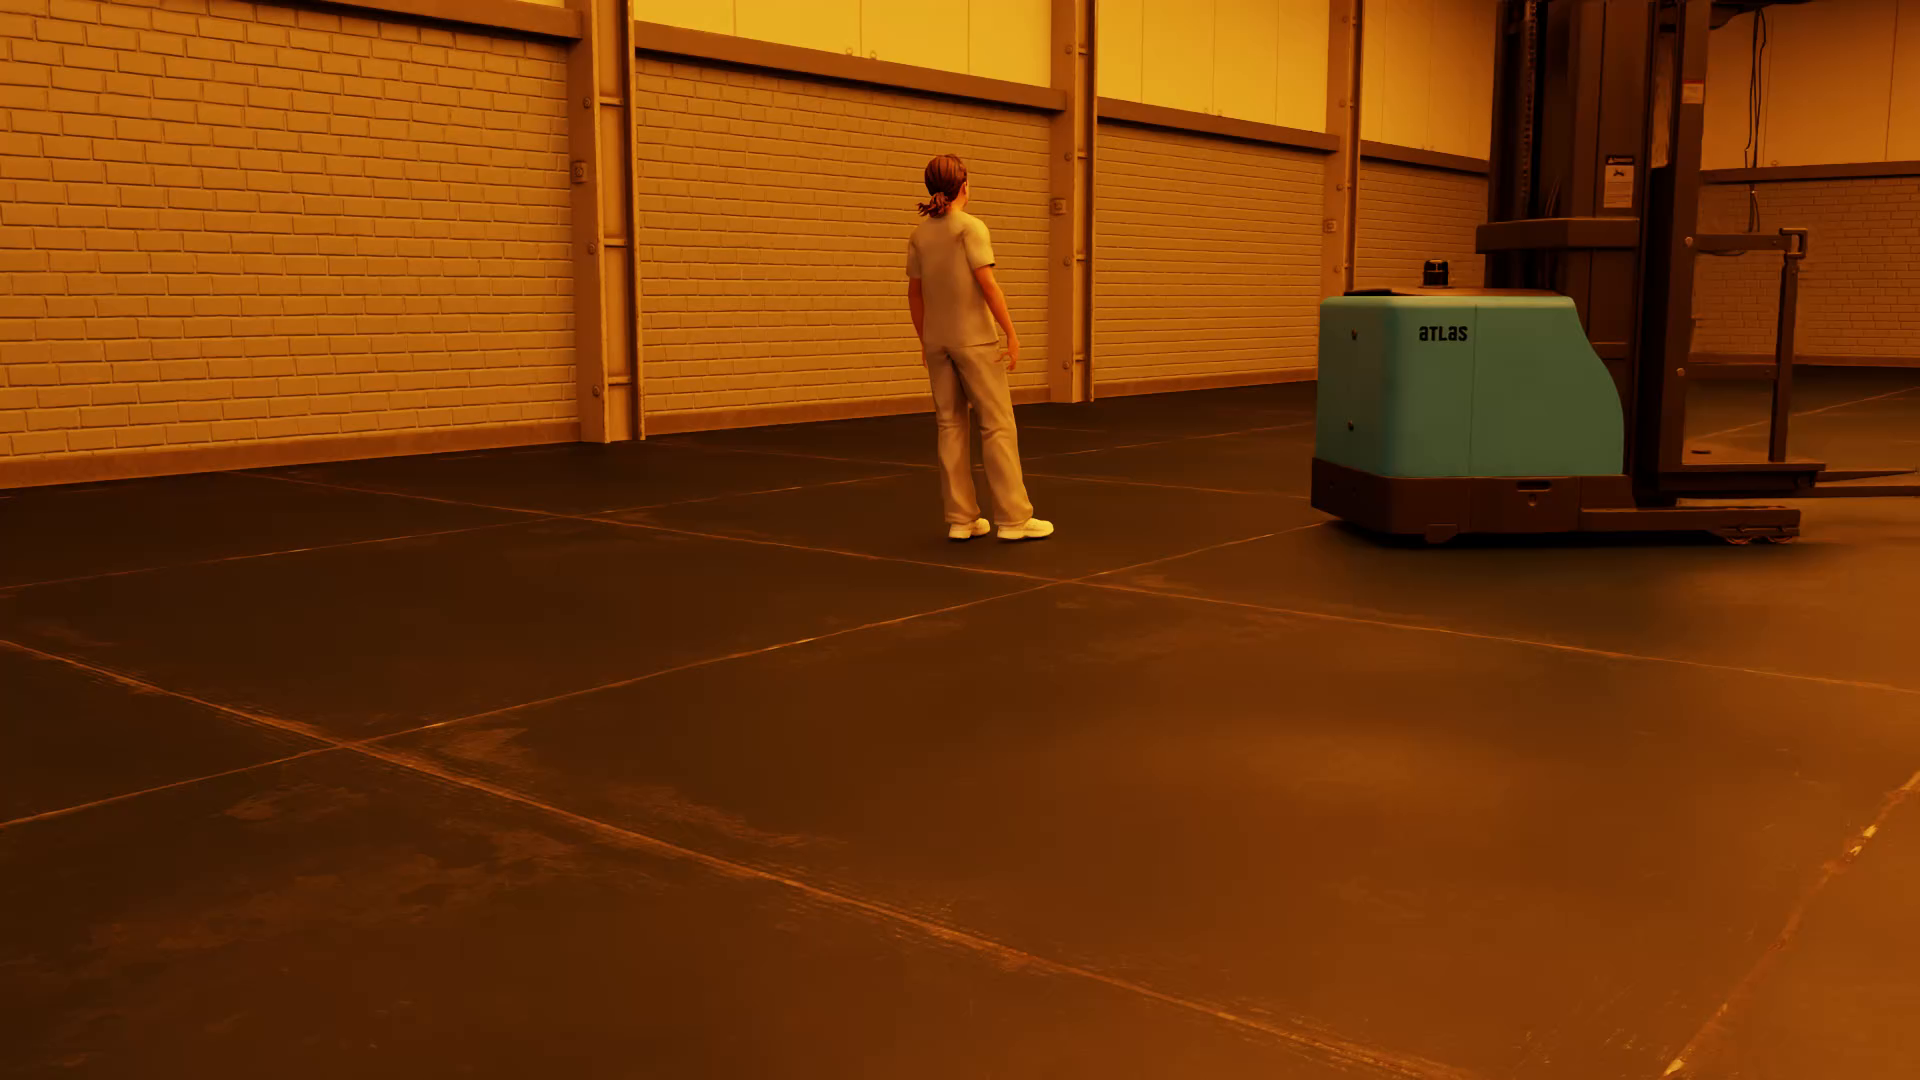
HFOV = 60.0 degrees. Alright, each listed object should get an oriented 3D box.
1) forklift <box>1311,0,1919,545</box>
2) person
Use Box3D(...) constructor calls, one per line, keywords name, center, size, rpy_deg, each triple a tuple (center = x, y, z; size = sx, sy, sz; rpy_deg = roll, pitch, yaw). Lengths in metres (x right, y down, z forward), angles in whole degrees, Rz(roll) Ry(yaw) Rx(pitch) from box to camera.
Box3D(name="forklift", center=(3.244, -1.503, 7.553), size=(3.031, 2.935, 1.130), rpy_deg=(-1, 8, -7))
Box3D(name="person", center=(0.057, -0.844, 7.331), size=(0.550, 1.673, 0.548), rpy_deg=(7, 11, 38))
